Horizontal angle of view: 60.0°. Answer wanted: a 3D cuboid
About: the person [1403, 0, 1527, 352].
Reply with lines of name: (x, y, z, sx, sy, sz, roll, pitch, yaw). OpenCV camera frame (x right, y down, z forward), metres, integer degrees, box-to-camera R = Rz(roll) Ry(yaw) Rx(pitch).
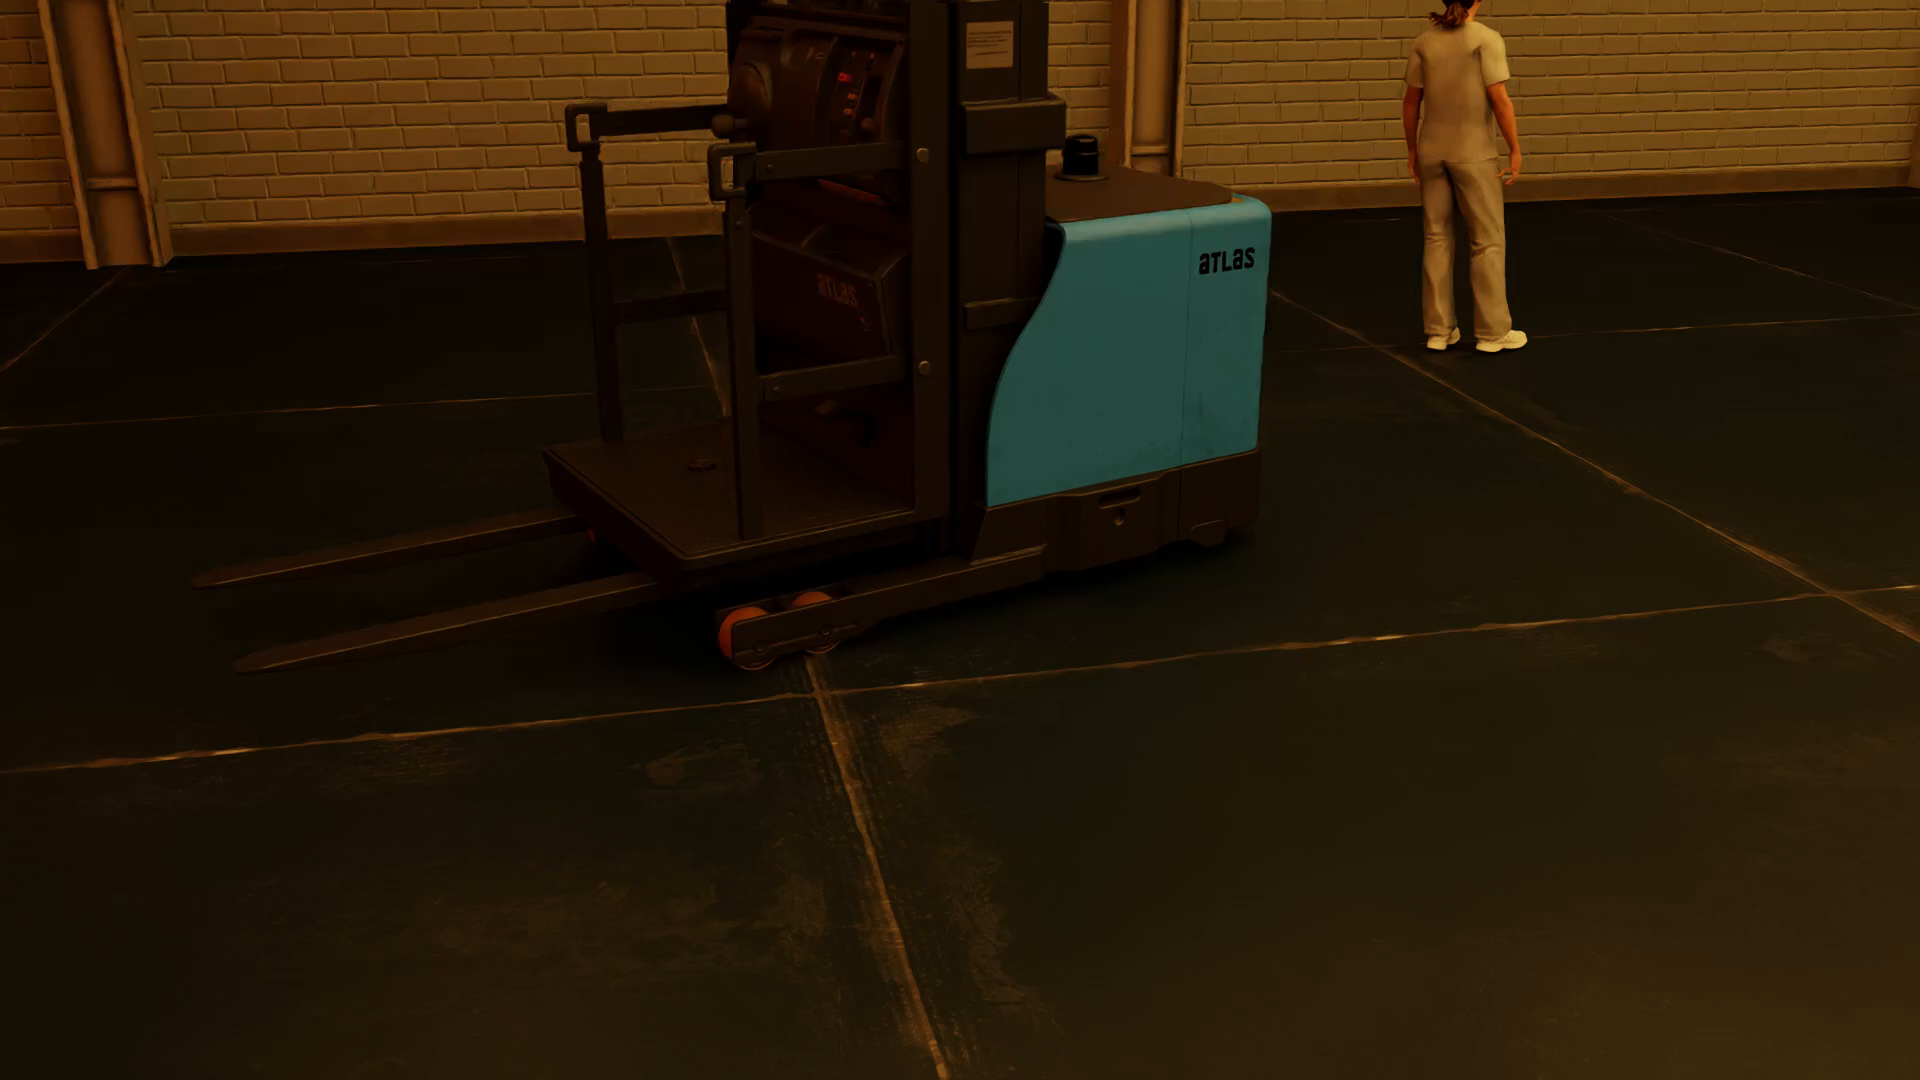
person: (2.223, -1.669, 7.296, 0.549, 1.674, 0.549, 19, 28, 40)

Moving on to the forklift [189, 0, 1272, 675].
forklift: (-0.579, -1.239, 4.435, 3.031, 2.935, 1.130, -13, 24, -30)
